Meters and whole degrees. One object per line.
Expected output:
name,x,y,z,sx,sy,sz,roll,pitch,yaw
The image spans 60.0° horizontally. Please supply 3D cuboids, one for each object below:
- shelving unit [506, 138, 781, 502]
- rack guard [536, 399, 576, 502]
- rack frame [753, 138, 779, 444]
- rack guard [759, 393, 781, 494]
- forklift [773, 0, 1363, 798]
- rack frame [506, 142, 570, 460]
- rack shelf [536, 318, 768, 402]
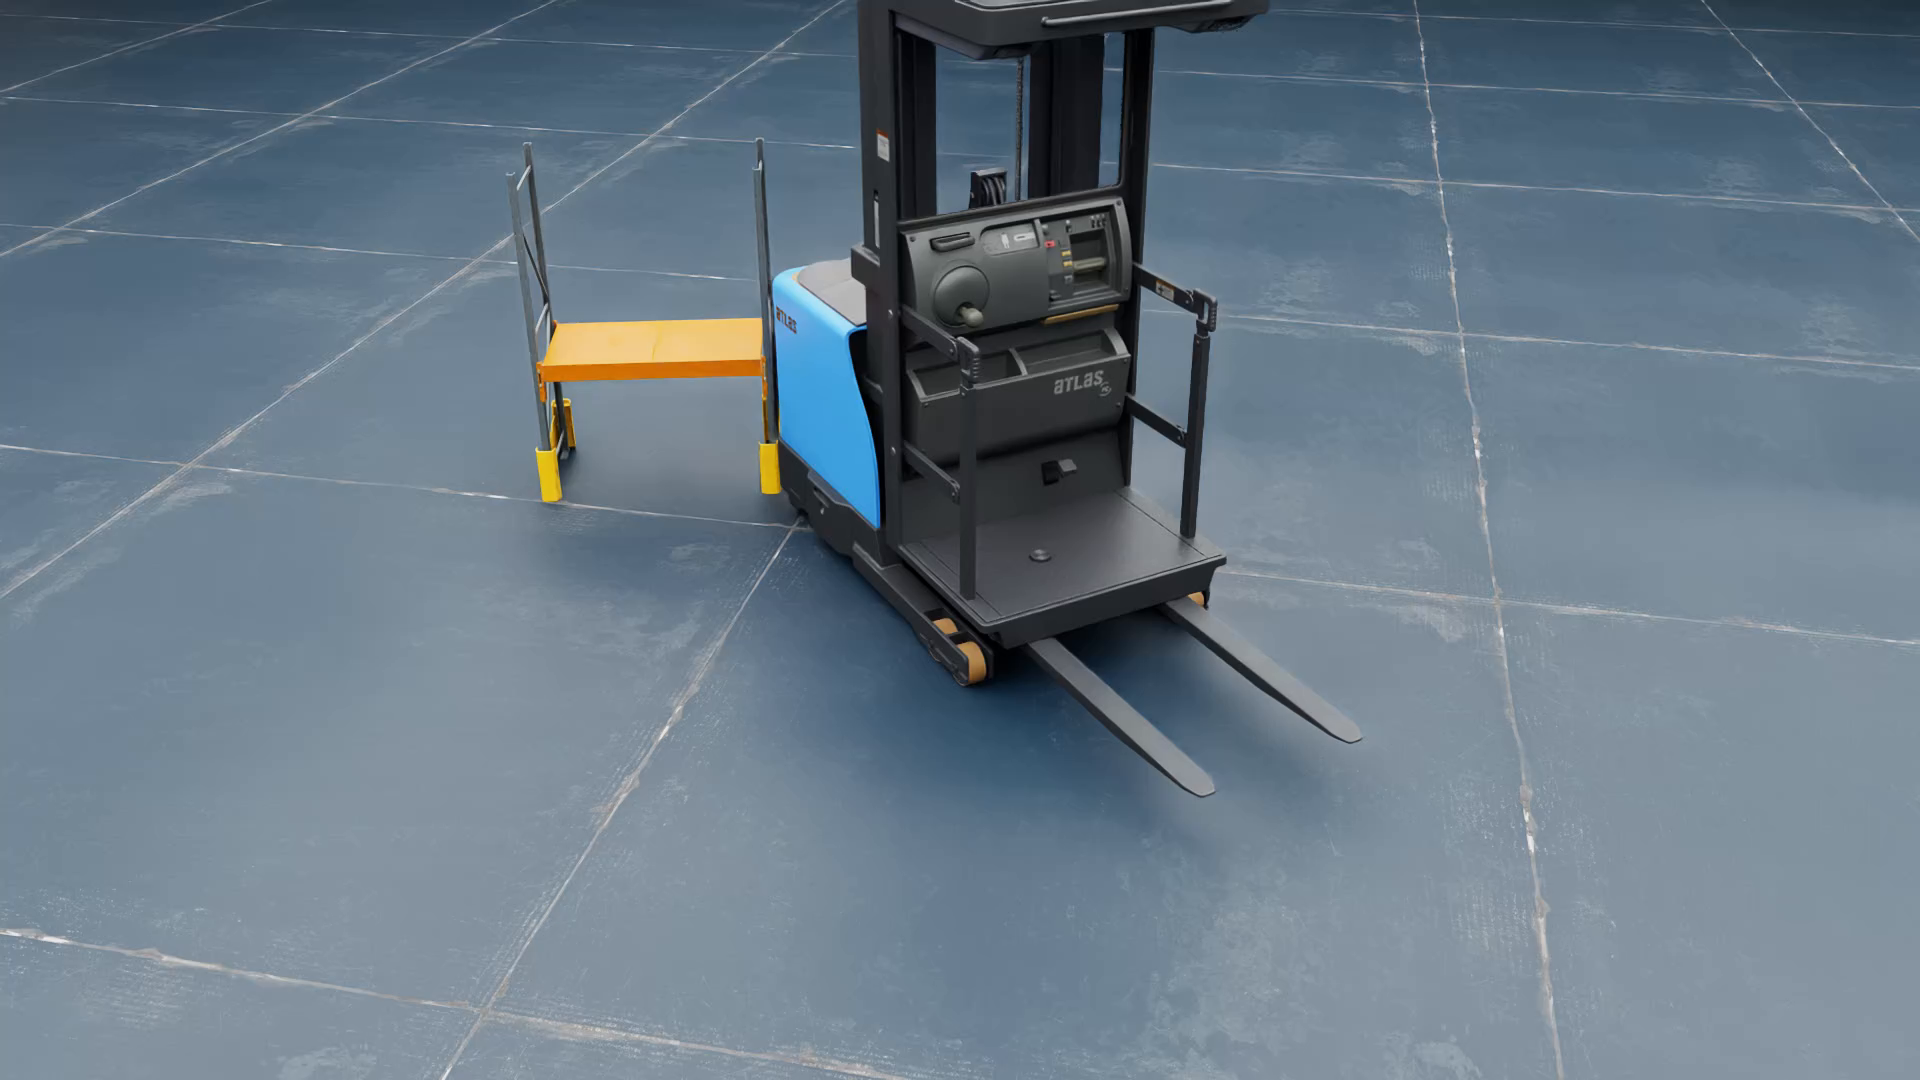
shelving unit,-1.387,-0.992,7.499,1.083,1.500,0.587,-2,29,-4
rack guard,-1.883,-0.425,7.767,0.087,0.250,0.587,-2,29,-4
rack frame,-0.871,-1.010,7.533,0.032,1.500,0.500,-2,29,-4
rack guard,-0.890,-0.461,7.832,0.087,0.250,0.587,-2,29,-4
forklift,0.332,-0.987,6.000,1.130,2.935,3.031,-15,32,-25
rack frame,-1.885,-0.974,7.467,0.032,1.500,0.500,-2,29,-4
rack shelf,-1.378,-0.834,7.586,1.000,0.185,0.538,-2,29,-4
